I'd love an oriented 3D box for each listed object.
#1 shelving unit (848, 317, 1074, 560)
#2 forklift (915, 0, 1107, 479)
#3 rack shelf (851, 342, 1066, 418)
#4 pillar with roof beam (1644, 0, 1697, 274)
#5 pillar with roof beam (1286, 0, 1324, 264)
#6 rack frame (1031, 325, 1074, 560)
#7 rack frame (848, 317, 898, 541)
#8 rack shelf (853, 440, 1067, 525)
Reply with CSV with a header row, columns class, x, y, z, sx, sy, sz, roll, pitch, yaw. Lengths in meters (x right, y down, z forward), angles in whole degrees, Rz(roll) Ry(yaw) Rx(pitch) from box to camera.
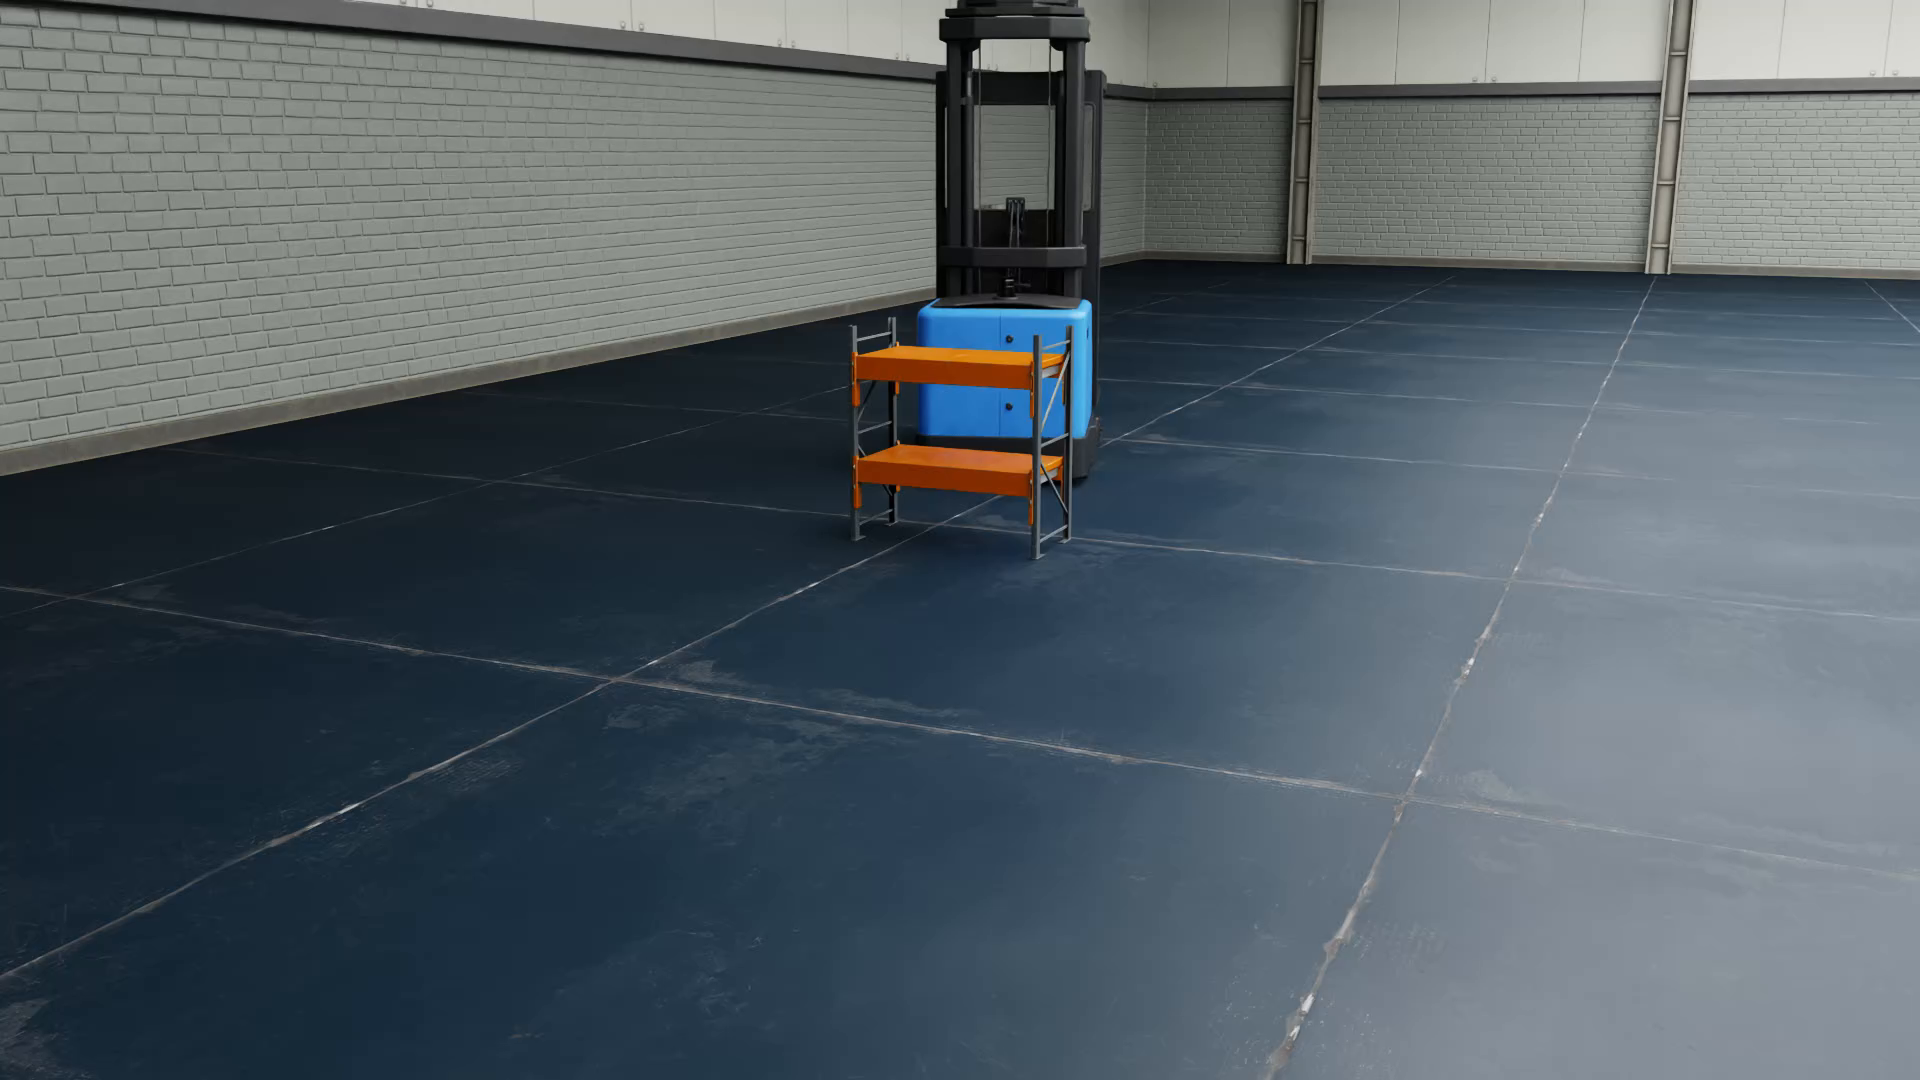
class,x,y,z,sx,sy,sz,roll,pitch,yaw
shelving unit,0.006,-0.547,8.624,1.048,1.125,0.538,6,14,23
forklift,0.413,-2.086,11.228,1.130,2.935,3.031,2,13,6
rack shelf,0.006,-0.832,8.557,1.000,0.278,0.538,6,14,23
pillar with roof beam,9.868,-7.922,22.816,0.400,9.000,9.100,6,14,23
pillar with roof beam,4.382,-8.477,25.182,0.400,9.000,9.100,6,14,23
rack frame,0.471,-0.500,8.423,0.032,1.125,0.500,6,14,23
rack frame,-0.459,-0.594,8.824,0.032,1.125,0.500,6,14,23
rack shelf,0.006,-0.309,8.680,1.000,0.278,0.538,6,14,23
